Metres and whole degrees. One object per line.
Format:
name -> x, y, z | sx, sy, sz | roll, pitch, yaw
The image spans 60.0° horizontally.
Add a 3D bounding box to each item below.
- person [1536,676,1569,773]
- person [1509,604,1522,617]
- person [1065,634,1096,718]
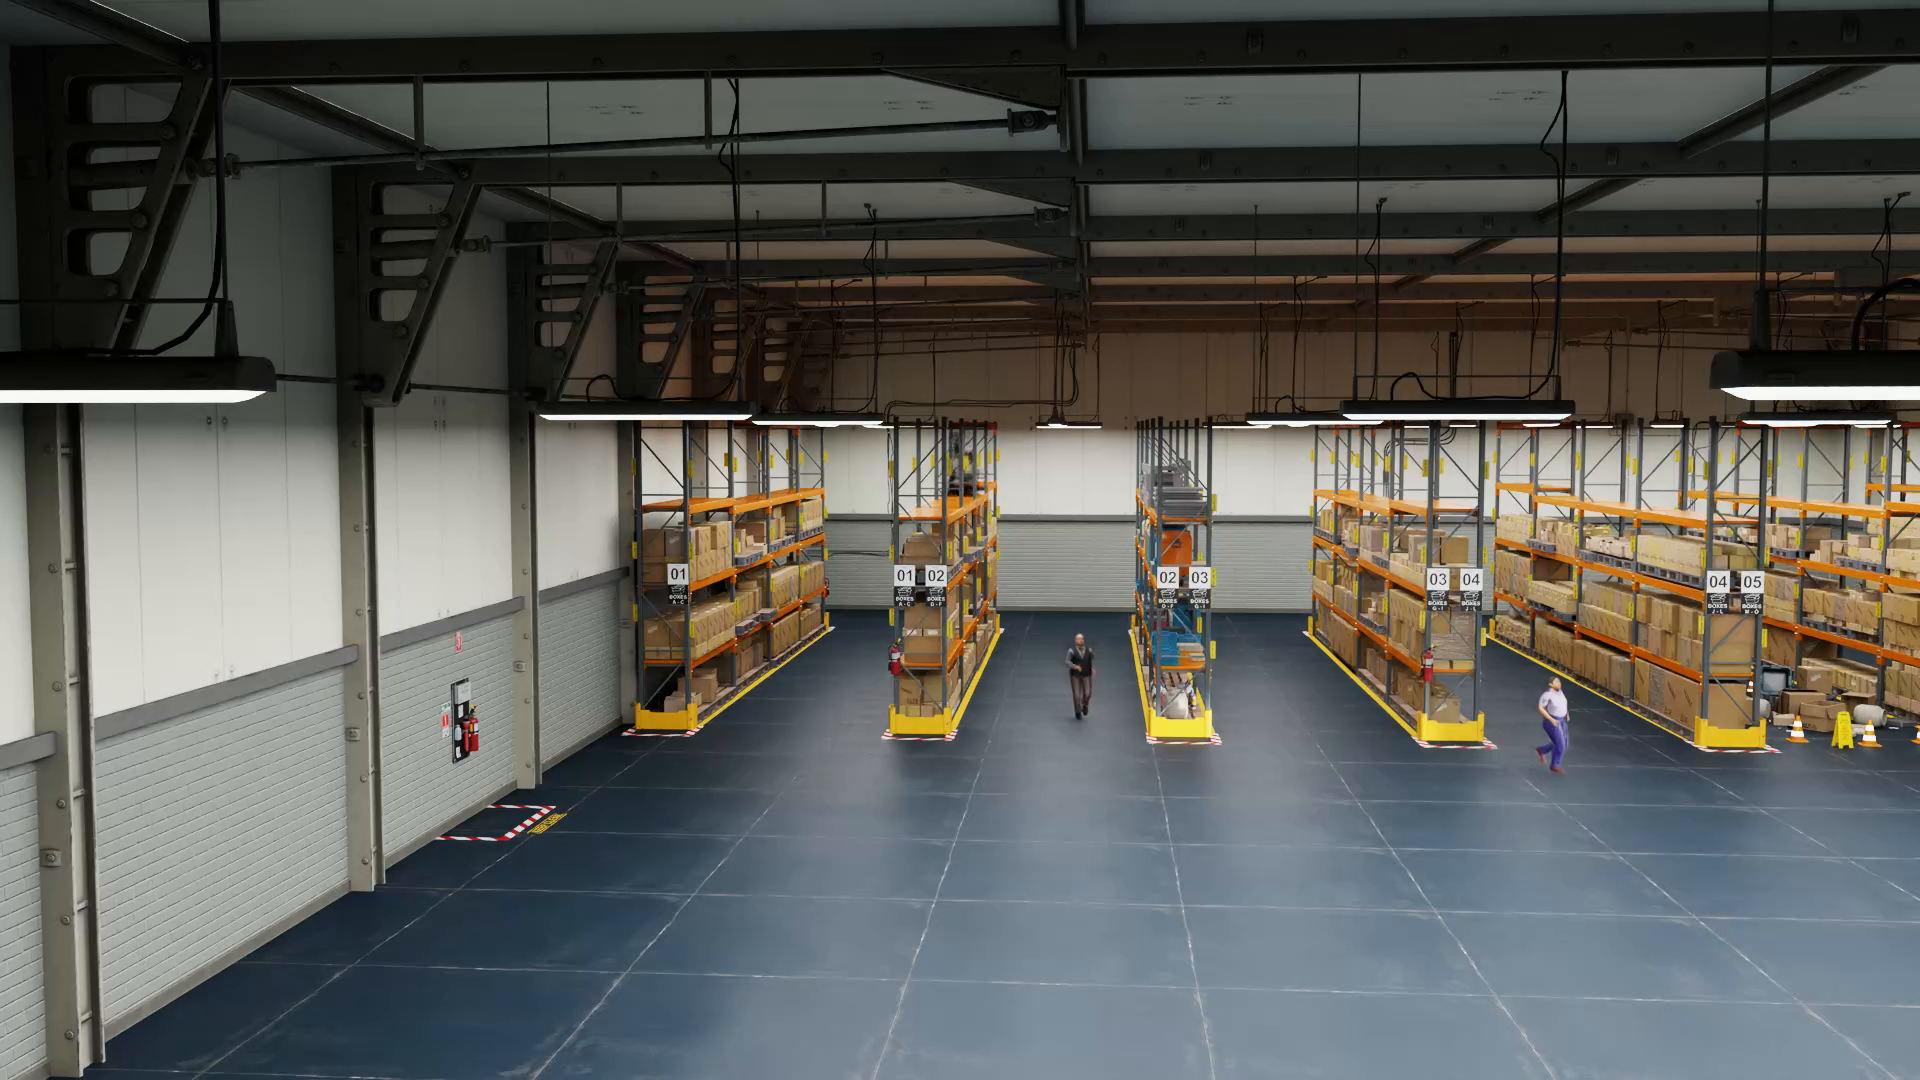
person -> 9.987, 3.101, 28.071 | 0.602, 1.615, 0.585 | -3, 5, -39
person -> 15.801, 1.825, 47.288 | 0.540, 1.620, 0.600 | 0, 4, -4
person -> 2.418, 2.718, 33.039 | 0.645, 1.681, 0.592 | 0, 4, -5
